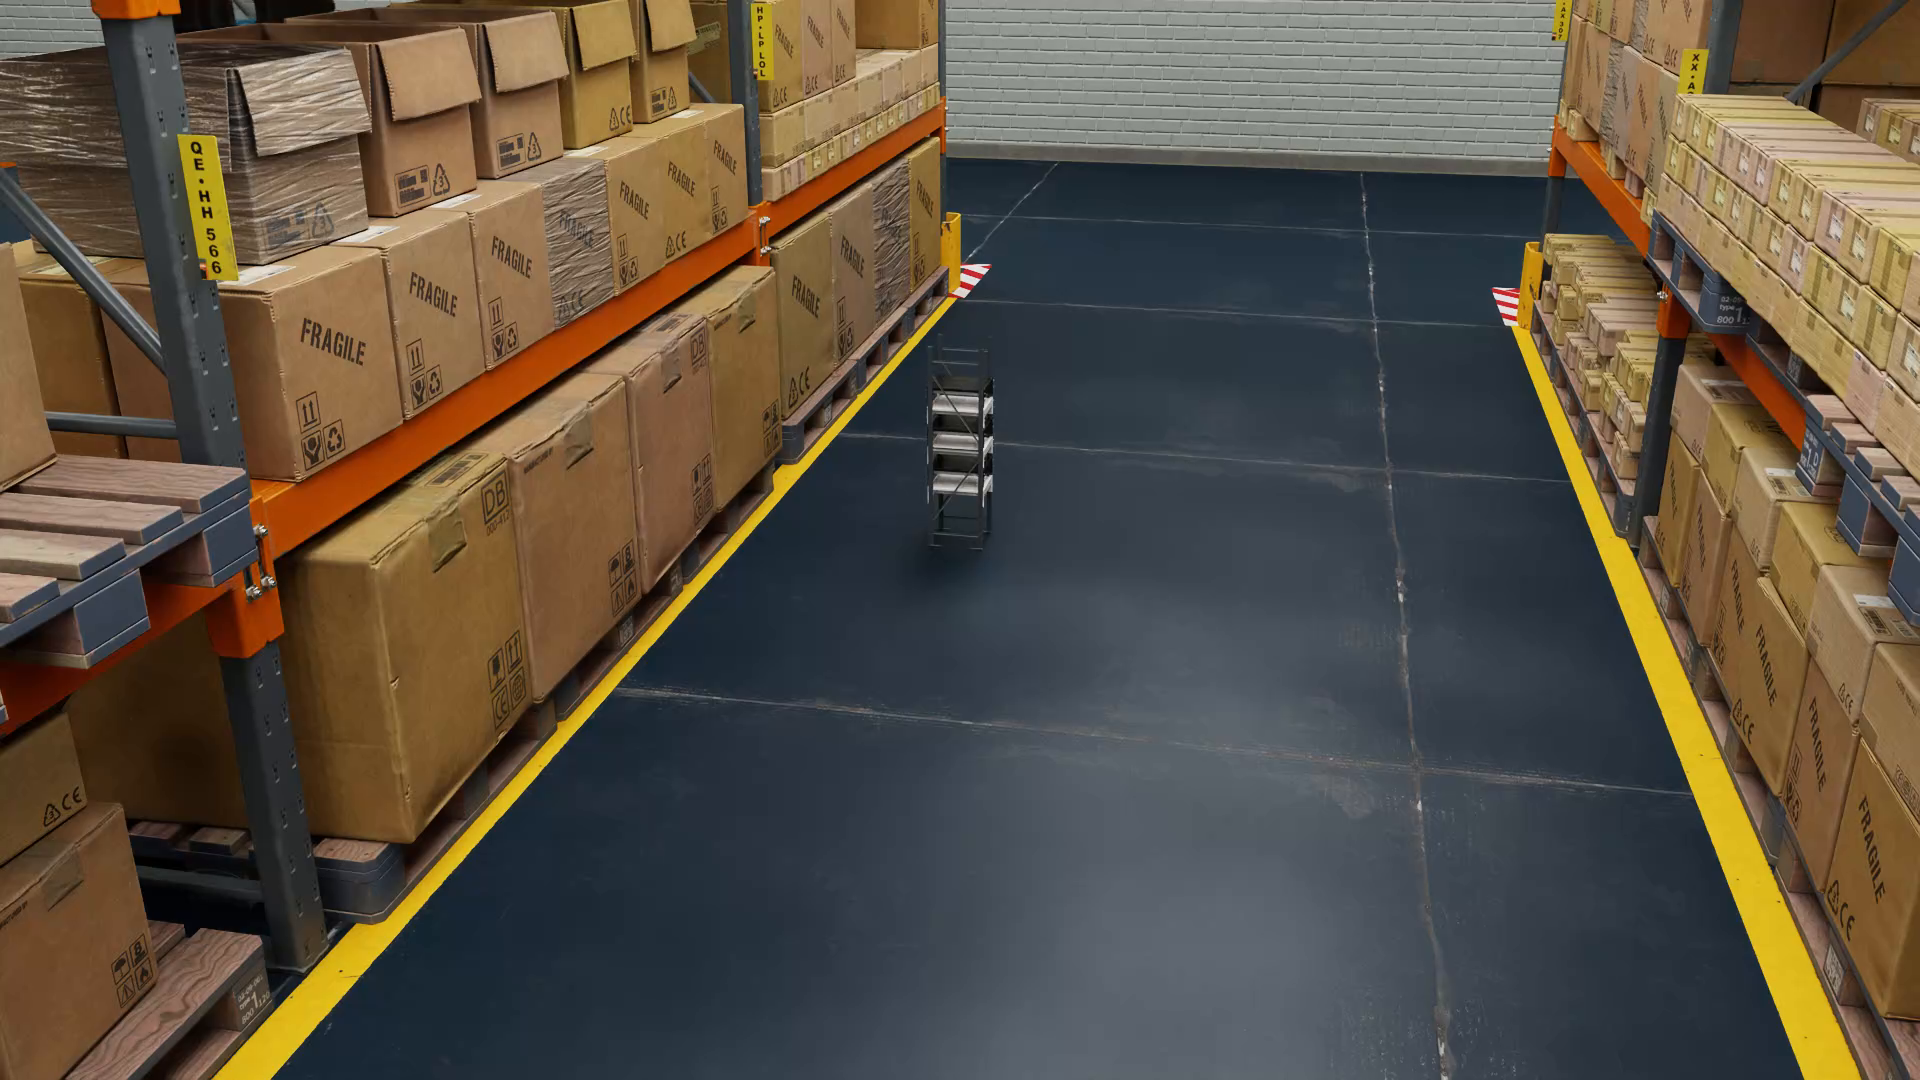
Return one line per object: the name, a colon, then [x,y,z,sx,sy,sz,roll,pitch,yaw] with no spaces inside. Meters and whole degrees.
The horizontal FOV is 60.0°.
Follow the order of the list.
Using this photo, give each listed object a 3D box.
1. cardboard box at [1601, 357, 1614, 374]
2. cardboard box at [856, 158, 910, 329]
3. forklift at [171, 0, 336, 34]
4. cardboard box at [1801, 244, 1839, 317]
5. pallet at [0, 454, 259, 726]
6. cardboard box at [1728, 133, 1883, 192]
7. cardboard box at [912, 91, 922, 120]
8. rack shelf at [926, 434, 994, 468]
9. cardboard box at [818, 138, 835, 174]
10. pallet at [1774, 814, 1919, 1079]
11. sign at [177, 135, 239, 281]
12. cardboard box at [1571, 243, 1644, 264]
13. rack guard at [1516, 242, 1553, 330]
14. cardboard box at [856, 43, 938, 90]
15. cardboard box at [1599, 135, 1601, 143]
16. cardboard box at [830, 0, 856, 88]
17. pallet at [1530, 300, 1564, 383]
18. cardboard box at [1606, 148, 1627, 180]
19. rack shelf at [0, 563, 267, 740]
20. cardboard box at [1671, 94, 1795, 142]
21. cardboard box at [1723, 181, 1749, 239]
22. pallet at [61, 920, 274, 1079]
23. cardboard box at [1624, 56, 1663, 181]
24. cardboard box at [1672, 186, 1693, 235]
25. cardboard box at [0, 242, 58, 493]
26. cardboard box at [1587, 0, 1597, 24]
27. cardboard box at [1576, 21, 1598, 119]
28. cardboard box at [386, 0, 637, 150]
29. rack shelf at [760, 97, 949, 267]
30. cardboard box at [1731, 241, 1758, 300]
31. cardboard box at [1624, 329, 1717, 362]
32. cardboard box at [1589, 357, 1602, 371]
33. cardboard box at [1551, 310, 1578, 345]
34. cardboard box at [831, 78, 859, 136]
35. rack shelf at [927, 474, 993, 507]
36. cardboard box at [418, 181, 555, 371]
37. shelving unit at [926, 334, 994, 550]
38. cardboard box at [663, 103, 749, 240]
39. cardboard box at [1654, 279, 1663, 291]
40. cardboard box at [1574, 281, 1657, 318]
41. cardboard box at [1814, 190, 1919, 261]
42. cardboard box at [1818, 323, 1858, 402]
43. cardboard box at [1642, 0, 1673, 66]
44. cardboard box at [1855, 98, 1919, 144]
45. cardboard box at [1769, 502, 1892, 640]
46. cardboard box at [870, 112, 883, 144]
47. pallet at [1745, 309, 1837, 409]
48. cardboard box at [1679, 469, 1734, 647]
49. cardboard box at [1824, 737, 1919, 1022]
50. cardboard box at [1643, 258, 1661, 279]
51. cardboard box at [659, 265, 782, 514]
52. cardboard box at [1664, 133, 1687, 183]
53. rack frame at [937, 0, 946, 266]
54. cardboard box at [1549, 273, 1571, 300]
cardboard box: [3.436,-0.859,8.328,0.380,0.149,0.250,5,22,12]
cardboard box: [-0.834,-1.845,10.203,0.875,0.875,0.875,4,22,11]
forklift: [-3.731,-1.816,7.939,1.130,2.935,3.031,11,24,26]
cardboard box: [2.470,-0.677,4.394,0.380,0.149,0.250,4,22,11]
pallet: [-2.270,0.074,3.411,1.213,0.211,1.003,4,22,11]
cardboard box: [2.681,-1.196,5.285,0.380,0.149,0.250,4,22,10]
cardboard box: [-0.451,-2.750,10.503,0.380,0.149,0.250,5,22,11]
rack shelf: [0.002,-0.389,7.205,0.258,0.077,0.200,4,22,11]
cardboard box: [-0.868,-2.001,8.644,0.380,0.149,0.250,4,22,9]
pallet: [2.767,1.139,4.242,1.003,0.211,1.213,4,22,11]
sign: [-1.696,-0.746,3.747,0.100,0.325,0.005,4,22,11]
cardboard box: [3.861,-1.667,9.935,0.380,0.149,0.250,5,22,12]
rack guard: [4.223,-1.607,10.674,1.175,0.500,0.348,4,22,11]
cardboard box: [-0.436,-3.080,10.789,0.500,0.250,0.500,4,22,10]
cardboard box: [3.814,-2.288,9.357,0.380,0.149,0.250,6,23,13]
cardboard box: [-0.855,-2.688,8.812,0.500,0.500,0.500,4,22,9]
pallet: [4.023,-1.178,9.997,1.003,0.211,1.213,4,22,11]
cardboard box: [3.500,-1.914,8.428,0.380,0.149,0.250,5,22,12]
rack shelf: [-2.637,0.782,2.360,1.077,0.370,4.000,4,22,11]
cardboard box: [2.892,-1.576,6.231,0.380,0.149,0.250,6,23,14]
cardboard box: [2.683,-1.055,5.334,0.380,0.149,0.250,5,23,13]
pallet: [-2.390,1.296,3.854,1.003,0.211,1.213,4,22,11]
cardboard box: [3.352,-1.904,7.534,0.500,0.500,0.500,4,22,9]
cardboard box: [2.841,-1.199,6.089,0.380,0.149,0.250,5,22,12]
cardboard box: [-2.300,-0.324,3.447,0.500,0.500,0.500,2,22,4]
cardboard box: [3.790,-3.113,9.198,0.500,0.500,0.500,5,22,12]
cardboard box: [3.792,-2.638,9.356,0.500,0.500,0.500,5,22,11]
cardboard box: [-1.686,-1.774,6.266,0.797,0.503,0.637,5,22,12]
rack shelf: [-1.005,-2.144,9.625,1.077,0.370,4.000,4,22,11]
cardboard box: [2.630,-0.823,5.155,0.380,0.149,0.250,4,22,10]
cardboard box: [3.427,-0.907,8.047,0.380,0.149,0.250,5,23,13]
cardboard box: [3.499,-0.842,8.683,0.380,0.149,0.250,5,22,12]
cardboard box: [3.642,-1.221,9.624,0.380,0.149,0.250,5,22,12]
cardboard box: [-0.854,-2.338,8.946,0.500,0.250,0.500,5,22,12]
rack shelf: [0.002,-0.223,7.273,0.258,0.077,0.200,4,22,11]
cardboard box: [-1.659,-0.863,5.348,0.500,0.500,0.500,4,22,10]
shelving unit: [0.002,-0.420,7.193,0.258,0.900,0.210,4,22,11]
cardboard box: [-1.241,-1.601,7.179,0.500,0.500,0.500,5,22,11]
cardboard box: [4.304,-1.498,9.914,0.380,0.149,0.250,4,22,10]
cardboard box: [3.550,-1.294,9.009,0.380,0.149,0.250,5,22,12]
cardboard box: [2.470,-0.810,4.327,0.380,0.149,0.250,4,22,11]
cardboard box: [2.416,-0.438,4.199,0.380,0.149,0.250,4,22,10]
cardboard box: [3.354,-2.361,7.331,0.500,0.500,0.500,4,22,9]
cardboard box: [3.532,-1.524,6.100,0.380,0.149,0.250,5,23,13]
cardboard box: [2.701,0.108,4.850,0.500,0.250,0.500,5,22,12]
cardboard box: [-0.659,-2.378,9.580,0.380,0.149,0.250,5,22,12]
pallet: [2.970,-0.506,4.853,1.003,0.211,1.213,4,22,11]
cardboard box: [2.906,0.077,5.931,0.500,0.500,0.500,5,23,13]
cardboard box: [2.484,0.836,4.047,0.500,0.500,0.500,4,22,11]
cardboard box: [4.271,-1.642,9.873,0.380,0.149,0.250,5,22,12]
cardboard box: [-1.524,-0.720,7.408,1.225,0.875,0.875,5,22,11]
cardboard box: [2.892,-1.439,6.286,0.380,0.149,0.250,5,22,12]
rack frame: [-0.596,-3.209,11.307,1.000,3.000,0.127,4,22,11]
cardboard box: [3.769,-1.537,10.010,0.380,0.149,0.250,4,22,11]
